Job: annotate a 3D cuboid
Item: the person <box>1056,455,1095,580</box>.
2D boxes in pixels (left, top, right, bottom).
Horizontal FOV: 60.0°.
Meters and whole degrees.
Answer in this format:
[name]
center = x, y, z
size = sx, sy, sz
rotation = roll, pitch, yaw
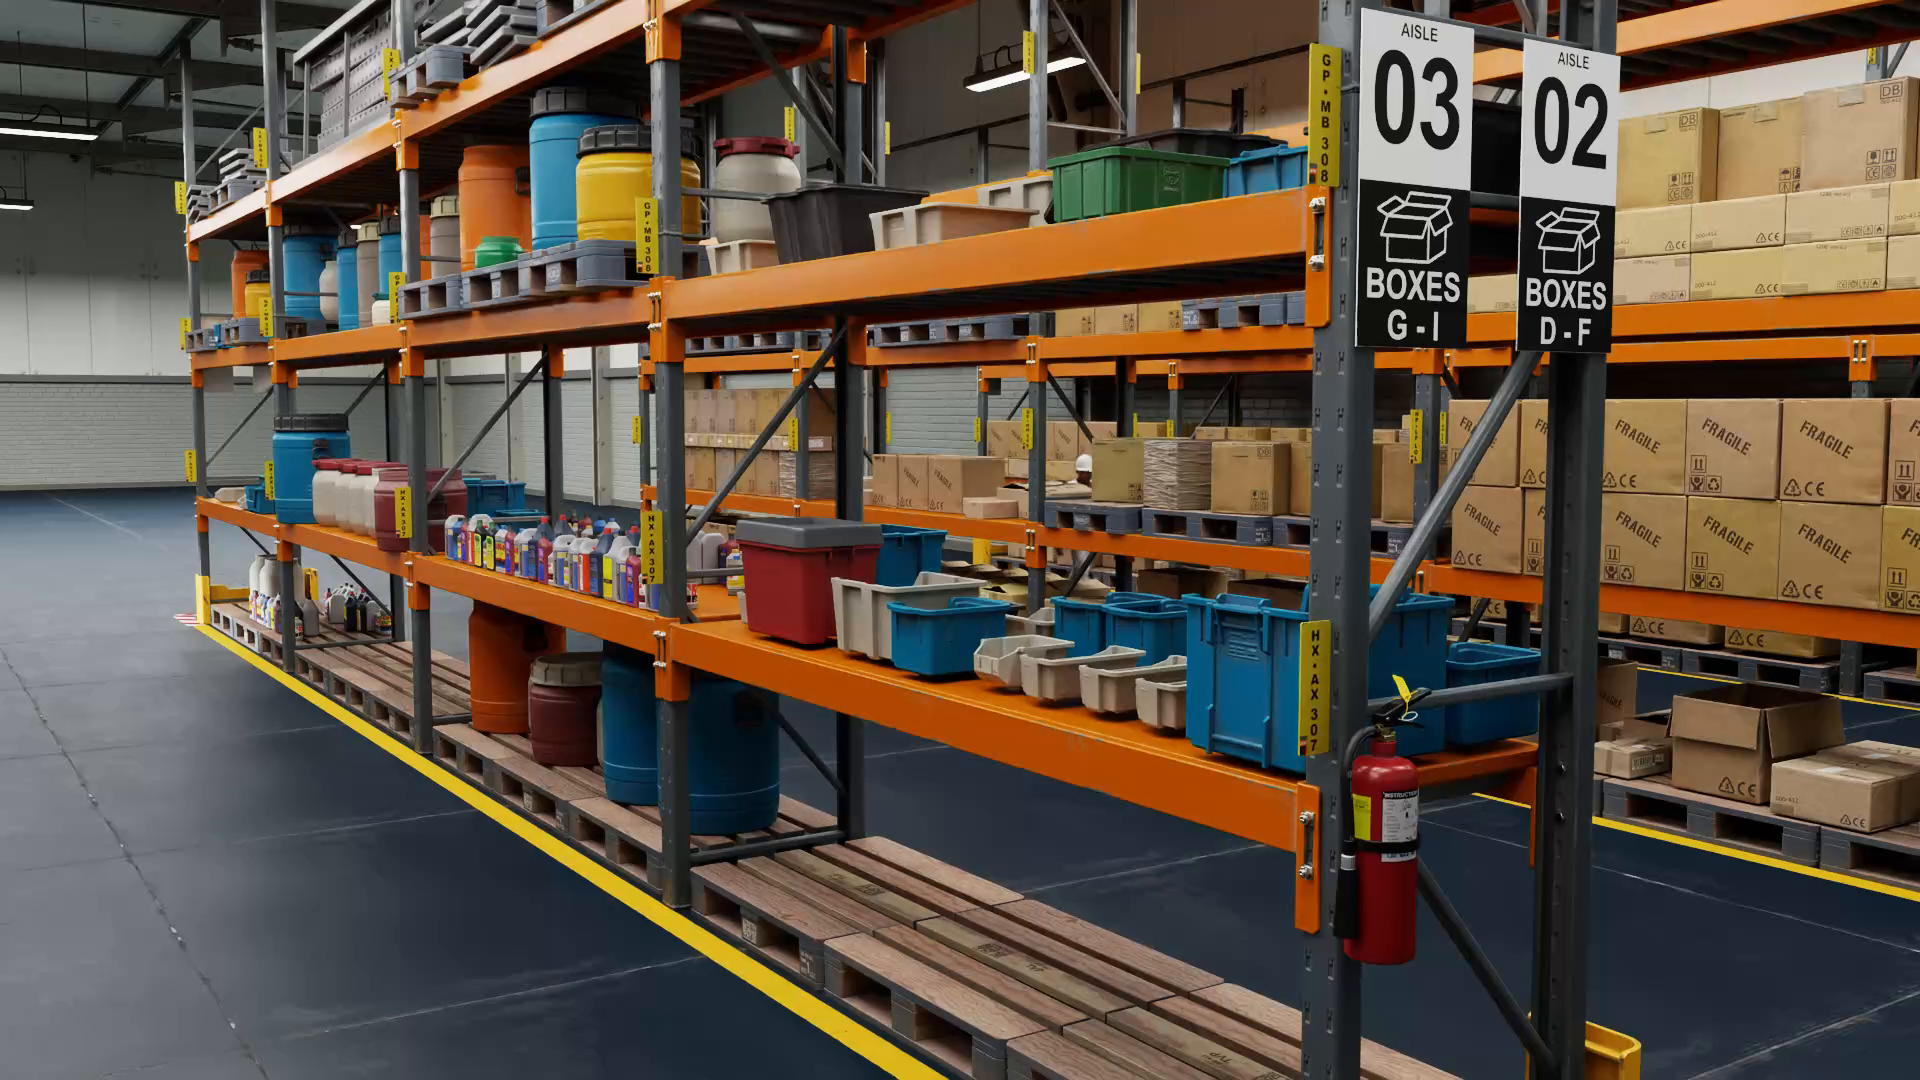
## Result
[person]
center = 1.326, -0.040, 17.717
size = 0.661, 1.745, 0.939
rotation = -4, 6, -42
